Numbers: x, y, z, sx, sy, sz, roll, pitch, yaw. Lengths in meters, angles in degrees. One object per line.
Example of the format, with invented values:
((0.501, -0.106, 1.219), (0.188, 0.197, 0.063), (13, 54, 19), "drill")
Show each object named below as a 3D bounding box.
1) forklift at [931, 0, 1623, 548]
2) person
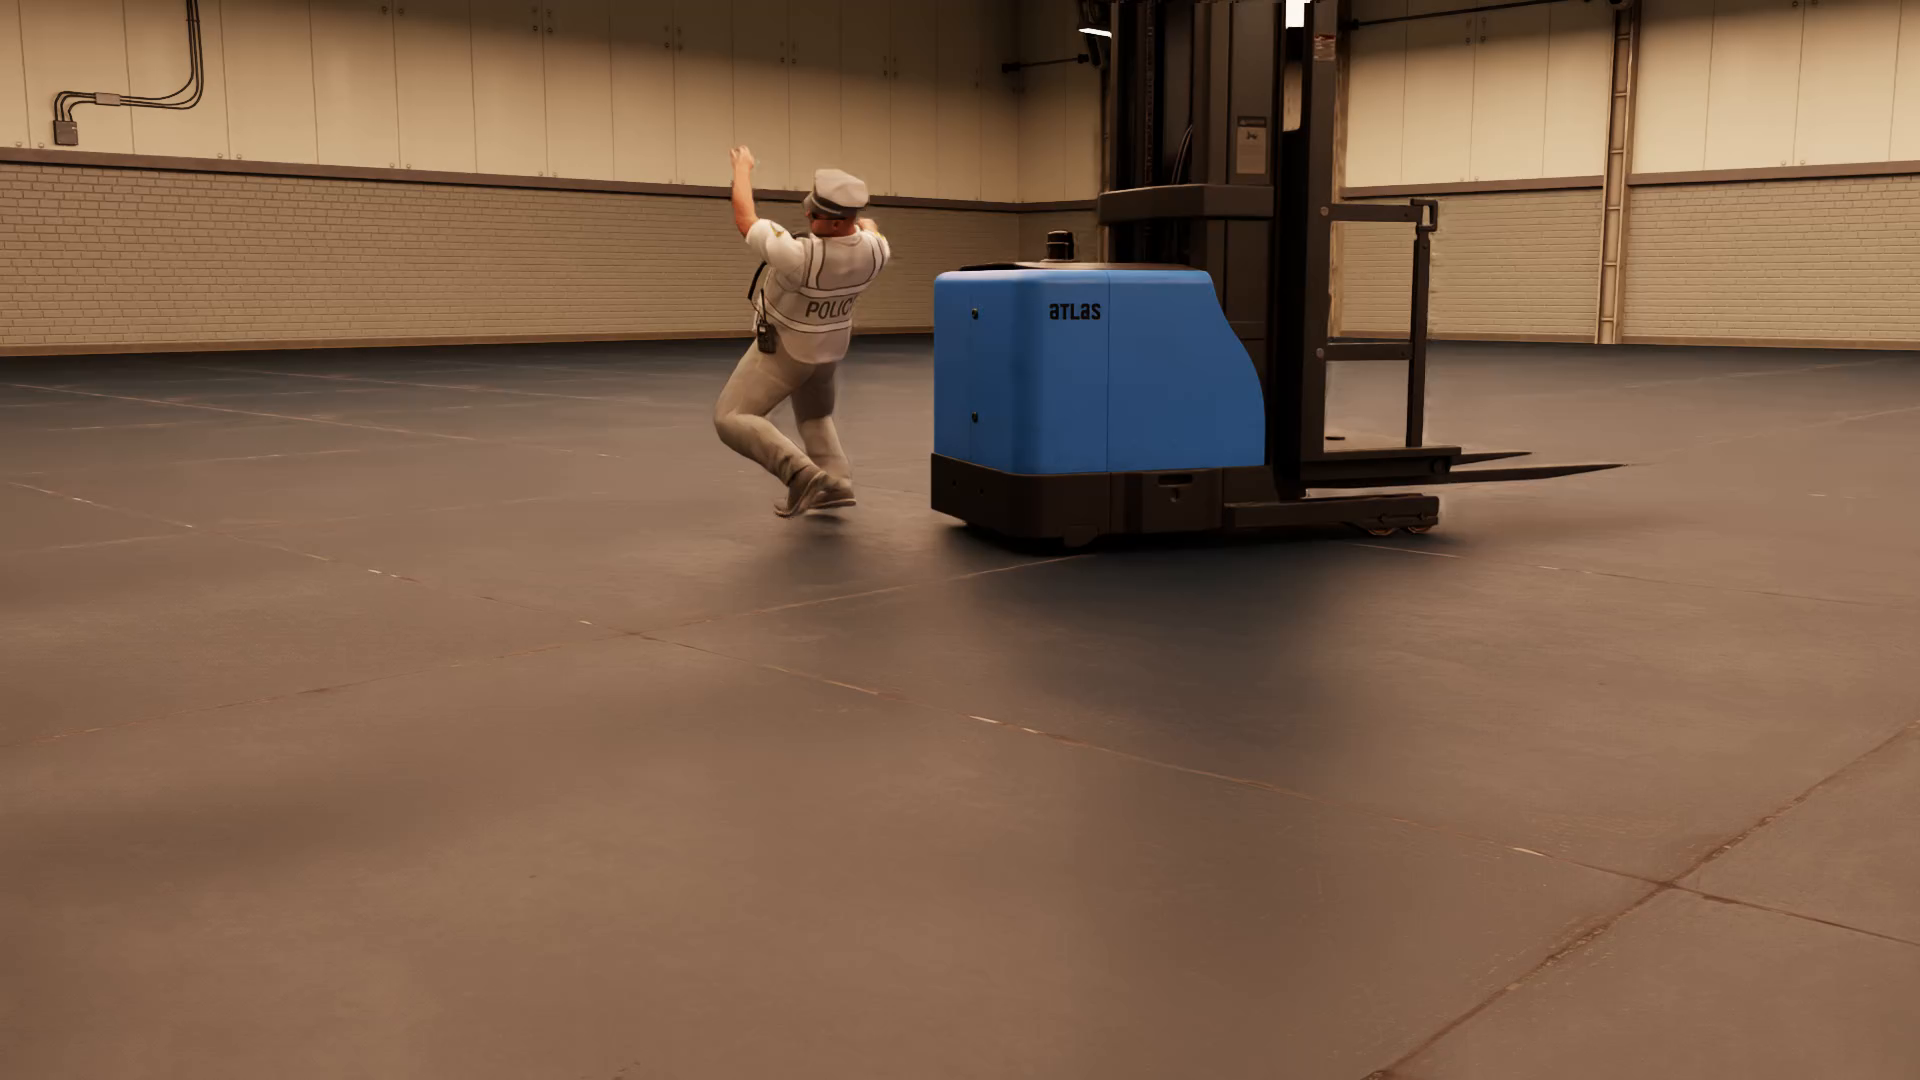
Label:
((1.446, -1.532, 7.048), (3.031, 2.935, 1.130), (-3, 9, -21), "forklift")
((-0.525, -0.909, 7.275), (0.711, 1.593, 1.075), (5, 10, 31), "person")
